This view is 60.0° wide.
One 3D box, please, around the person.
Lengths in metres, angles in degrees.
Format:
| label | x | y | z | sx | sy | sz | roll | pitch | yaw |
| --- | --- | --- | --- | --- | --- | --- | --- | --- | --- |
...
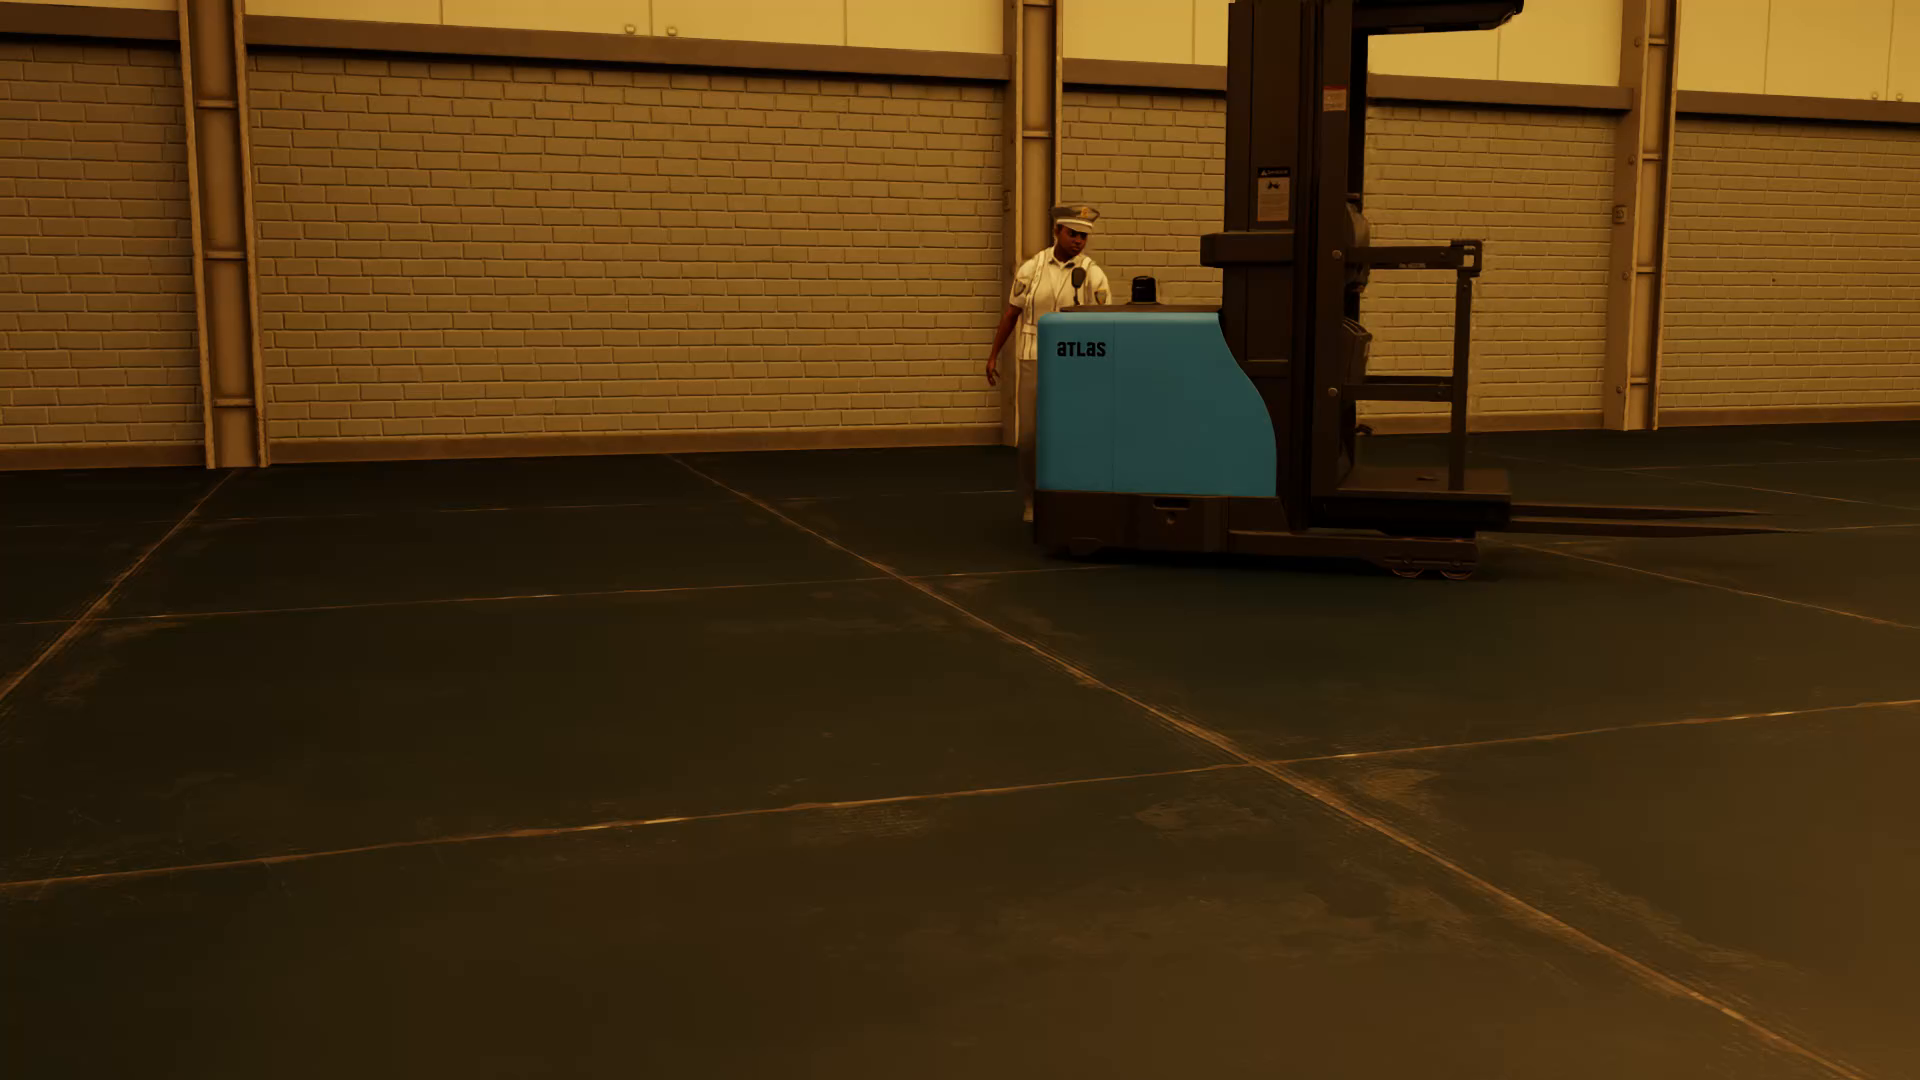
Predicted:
| label | x | y | z | sx | sy | sz | roll | pitch | yaw |
| --- | --- | --- | --- | --- | --- | --- | --- | --- | --- |
| person | 0.521 | -0.875 | 8.533 | 0.812 | 1.638 | 0.436 | 2 | 8 | 12 |

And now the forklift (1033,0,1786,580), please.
| label | x | y | z | sx | sy | sz | roll | pitch | yaw |
| --- | --- | --- | --- | --- | --- | --- | --- | --- | --- |
| forklift | 1.895 | -1.370 | 7.121 | 3.031 | 2.935 | 1.130 | 2 | 8 | 17 |
